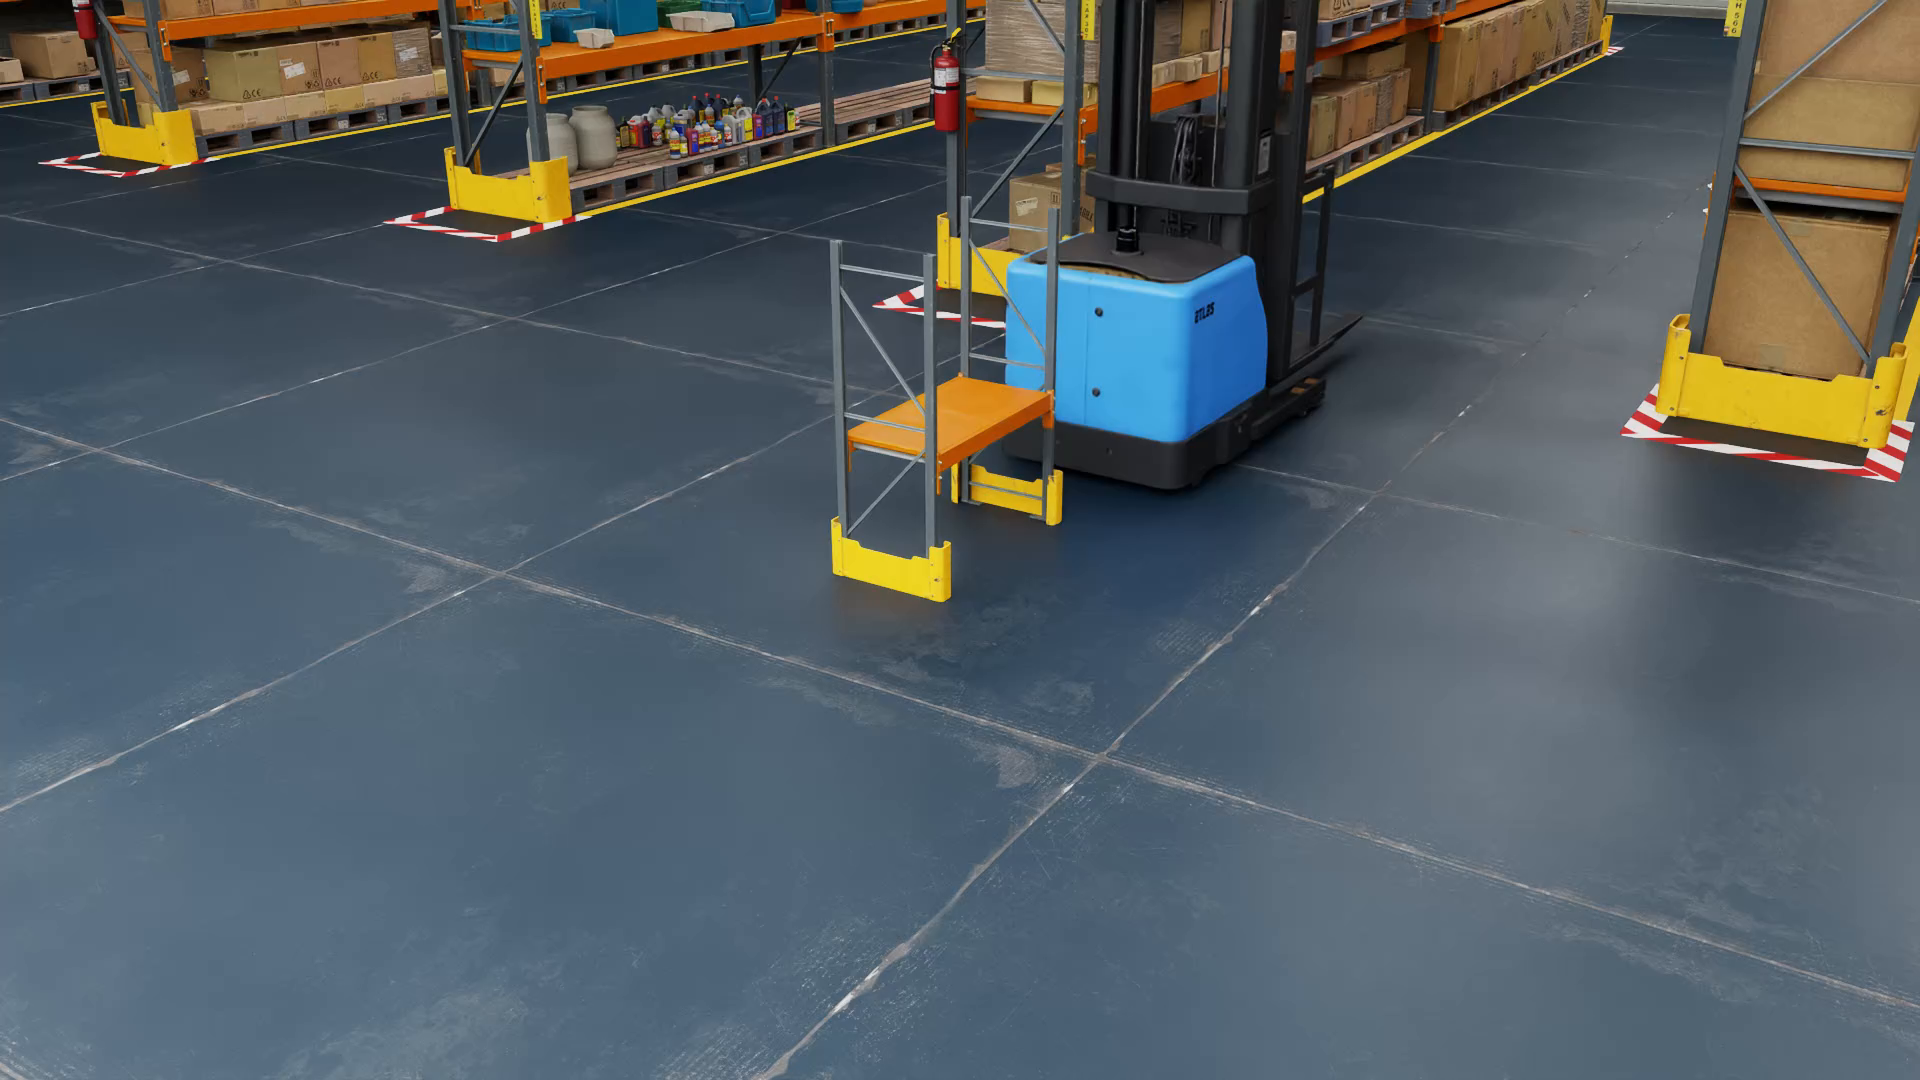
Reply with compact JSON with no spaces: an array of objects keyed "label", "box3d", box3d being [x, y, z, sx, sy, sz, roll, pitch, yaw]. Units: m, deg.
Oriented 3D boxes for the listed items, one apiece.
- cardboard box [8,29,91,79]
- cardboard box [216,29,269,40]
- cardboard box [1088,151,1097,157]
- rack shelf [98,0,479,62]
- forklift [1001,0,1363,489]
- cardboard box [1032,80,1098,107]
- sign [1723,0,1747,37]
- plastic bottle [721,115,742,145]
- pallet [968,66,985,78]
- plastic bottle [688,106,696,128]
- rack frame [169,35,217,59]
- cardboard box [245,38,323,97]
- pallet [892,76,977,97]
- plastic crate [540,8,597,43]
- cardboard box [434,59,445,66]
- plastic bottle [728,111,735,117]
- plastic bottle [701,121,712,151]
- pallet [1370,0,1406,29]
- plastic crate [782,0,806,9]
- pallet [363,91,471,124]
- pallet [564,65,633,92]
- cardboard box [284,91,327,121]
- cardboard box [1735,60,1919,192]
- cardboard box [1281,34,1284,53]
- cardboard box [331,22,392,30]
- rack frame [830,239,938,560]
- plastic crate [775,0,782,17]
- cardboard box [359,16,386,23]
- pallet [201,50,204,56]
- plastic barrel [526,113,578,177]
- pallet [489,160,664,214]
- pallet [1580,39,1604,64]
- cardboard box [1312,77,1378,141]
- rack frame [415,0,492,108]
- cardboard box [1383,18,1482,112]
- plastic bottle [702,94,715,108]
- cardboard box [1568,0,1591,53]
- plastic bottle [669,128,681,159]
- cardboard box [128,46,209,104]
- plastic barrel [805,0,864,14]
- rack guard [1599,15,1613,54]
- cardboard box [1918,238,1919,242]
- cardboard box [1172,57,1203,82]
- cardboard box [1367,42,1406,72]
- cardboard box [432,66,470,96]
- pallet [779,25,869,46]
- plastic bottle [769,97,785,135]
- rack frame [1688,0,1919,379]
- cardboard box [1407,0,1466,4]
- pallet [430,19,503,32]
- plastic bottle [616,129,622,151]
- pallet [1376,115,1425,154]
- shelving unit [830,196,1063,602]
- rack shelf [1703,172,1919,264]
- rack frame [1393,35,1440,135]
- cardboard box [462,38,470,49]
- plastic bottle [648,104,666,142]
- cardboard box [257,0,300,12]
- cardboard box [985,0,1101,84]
[{"label":"cardboard box","box3d":[-11.091,-5.928,20.260,0.700,0.500,0.500,12,26,26]},{"label":"cardboard box","box3d":[-9.778,-6.885,22.472,0.700,0.500,0.500,15,28,31]},{"label":"cardboard box","box3d":[1.338,-2.784,13.022,0.500,0.500,0.500,17,29,34]},{"label":"rack shelf","box3d":[-6.997,-5.537,17.669,1.077,0.370,4.000,14,27,29]},{"label":"forklift","box3d":[1.436,-2.128,8.977,1.130,2.935,3.031,14,27,30]},{"label":"cardboard box","box3d":[0.715,-3.046,11.326,0.380,0.149,0.250,14,27,29]},{"label":"sign","box3d":[4.069,-2.800,8.685,0.100,0.325,0.005,14,27,29]},{"label":"plastic bottle","box3d":[-2.191,-3.949,15.971,0.152,0.276,0.135,14,27,30]},{"label":"pallet","box3d":[0.755,-5.848,20.992,1.003,0.211,1.213,14,27,29]},{"label":"plastic bottle","box3d":[-2.659,-4.146,16.431,0.097,0.271,0.097,0,23,0]},{"label":"rack frame","box3d":[-10.152,-7.579,21.481,1.000,3.000,0.127,14,27,29]},{"label":"cardboard box","box3d":[-7.065,-4.942,17.378,0.500,0.500,0.500,14,27,29]},{"label":"pallet","box3d":[-0.067,-5.320,19.772,1.003,0.211,1.213,14,27,29]},{"label":"plastic crate","box3d":[-3.488,-4.534,14.635,0.499,0.251,0.408,14,27,29]},{"label":"cardboard box","box3d":[-5.969,-5.673,20.012,0.500,0.250,0.500,14,27,28]},{"label":"plastic bottle","box3d":[-2.203,-4.019,16.124,0.061,0.283,0.133,14,27,29]},{"label":"plastic bottle","box3d":[-2.391,-3.798,15.629,0.097,0.271,0.097,0,23,0]},{"label":"pallet","box3d":[3.573,-5.050,15.881,1.003,0.211,1.213,14,27,29]},{"label":"plastic crate","box3d":[-1.740,-5.759,17.198,0.402,0.464,0.583,14,27,29]},{"label":"pallet","box3d":[-6.397,-5.003,19.040,1.003,0.211,1.213,14,27,29]},{"label":"pallet","box3d":[-4.944,-5.932,21.188,1.003,0.211,1.213,14,27,29]},{"label":"cardboard box","box3d":[-7.055,-4.595,17.522,0.500,0.250,0.500,14,27,29]},{"label":"cardboard box","box3d":[4.680,-2.245,8.970,0.875,0.550,0.550,14,27,29]},{"label":"cardboard box","box3d":[2.469,-4.133,13.837,0.380,0.149,0.250,14,27,29]},{"label":"cardboard box","box3d":[-6.710,-5.556,18.796,0.500,0.500,0.500,14,27,29]},{"label":"rack frame","box3d":[-0.313,-0.488,6.989,0.500,1.500,0.032,14,27,29]},{"label":"plastic crate","box3d":[-2.120,-5.324,16.351,0.767,0.338,0.504,14,27,29]},{"label":"cardboard box","box3d":[-8.748,-7.580,24.077,0.700,0.500,0.500,14,27,29]},{"label":"pallet","box3d":[-9.743,-6.562,22.643,1.003,0.211,1.213,14,27,29]},{"label":"plastic barrel","box3d":[-3.563,-3.442,14.527,0.421,0.512,0.421,0,23,0]},{"label":"pallet","box3d":[-3.412,-3.181,14.833,1.003,0.211,1.213,14,27,29]},{"label":"pallet","box3d":[8.447,-6.949,23.536,1.003,0.211,1.213,14,27,29]},{"label":"cardboard box","box3d":[3.671,-4.256,16.399,0.700,0.500,0.500,16,28,33]},{"label":"rack frame","box3d":[-5.942,-6.542,19.086,1.000,3.000,0.127,14,27,29]},{"label":"cardboard box","box3d":[4.964,-5.261,18.273,1.225,0.875,0.875,12,26,27]},{"label":"plastic bottle","box3d":[-2.514,-4.303,16.695,0.144,0.351,0.185,15,27,30]},{"label":"cardboard box","box3d":[8.052,-7.193,22.735,0.875,0.875,0.875,14,27,29]},{"label":"plastic bottle","box3d":[-2.624,-3.649,15.284,0.097,0.271,0.097,0,23,0]},{"label":"cardboard box","box3d":[-8.022,-4.710,16.843,0.500,0.500,0.500,14,27,29]},{"label":"plastic barrel","box3d":[-1.274,-5.800,16.740,0.600,0.901,0.708,14,27,29]},{"label":"rack guard","box3d":[8.815,-7.376,24.158,1.175,0.500,0.348,14,27,29]},{"label":"cardboard box","box3d":[6.884,-2.780,12.699,1.050,0.750,0.750,14,27,29]},{"label":"cardboard box","box3d":[1.589,-3.531,12.448,0.380,0.149,0.250,14,27,29]},{"label":"cardboard box","box3d":[4.254,-4.981,17.129,0.500,0.250,0.500,15,28,31]},{"label":"cardboard box","box3d":[-6.001,-5.270,19.081,0.500,0.250,0.500,14,27,29]},{"label":"pallet","box3d":[-2.119,-7.680,25.224,1.003,0.211,1.213,14,27,29]},{"label":"plastic bottle","box3d":[-1.830,-4.211,16.482,0.144,0.351,0.185,13,27,28]},{"label":"rack frame","box3d":[4.523,-2.041,8.689,1.000,3.000,0.127,14,27,29]},{"label":"cardboard box","box3d":[5.070,-5.968,17.633,0.500,0.500,0.500,15,27,30]},{"label":"pallet","box3d":[-7.562,-7.899,25.732,1.003,0.211,1.213,14,27,29]},{"label":"plastic bottle","box3d":[-3.249,-3.782,15.679,0.097,0.201,0.097,0,23,0]},{"label":"pallet","box3d":[4.169,-4.272,17.351,1.003,0.211,1.213,14,27,29]},{"label":"shelving unit","box3d":[-0.040,-0.663,7.393,0.587,1.500,1.083,14,27,29]},{"label":"rack shelf","box3d":[5.578,-2.386,10.391,1.077,0.370,4.000,14,27,29]},{"label":"rack frame","box3d":[4.582,-5.815,17.406,1.000,3.000,0.127,14,27,29]},{"label":"cardboard box","box3d":[-5.512,-5.817,19.639,0.500,0.311,0.500,14,27,29]},{"label":"plastic bottle","box3d":[-2.936,-4.033,16.072,0.144,0.351,0.185,15,28,31]},{"label":"cardboard box","box3d":[-7.255,-5.737,17.101,0.700,0.500,0.500,14,27,29]},{"label":"cardboard box","box3d":[0.676,-3.477,11.505,0.875,0.500,0.500,14,27,29]}]
